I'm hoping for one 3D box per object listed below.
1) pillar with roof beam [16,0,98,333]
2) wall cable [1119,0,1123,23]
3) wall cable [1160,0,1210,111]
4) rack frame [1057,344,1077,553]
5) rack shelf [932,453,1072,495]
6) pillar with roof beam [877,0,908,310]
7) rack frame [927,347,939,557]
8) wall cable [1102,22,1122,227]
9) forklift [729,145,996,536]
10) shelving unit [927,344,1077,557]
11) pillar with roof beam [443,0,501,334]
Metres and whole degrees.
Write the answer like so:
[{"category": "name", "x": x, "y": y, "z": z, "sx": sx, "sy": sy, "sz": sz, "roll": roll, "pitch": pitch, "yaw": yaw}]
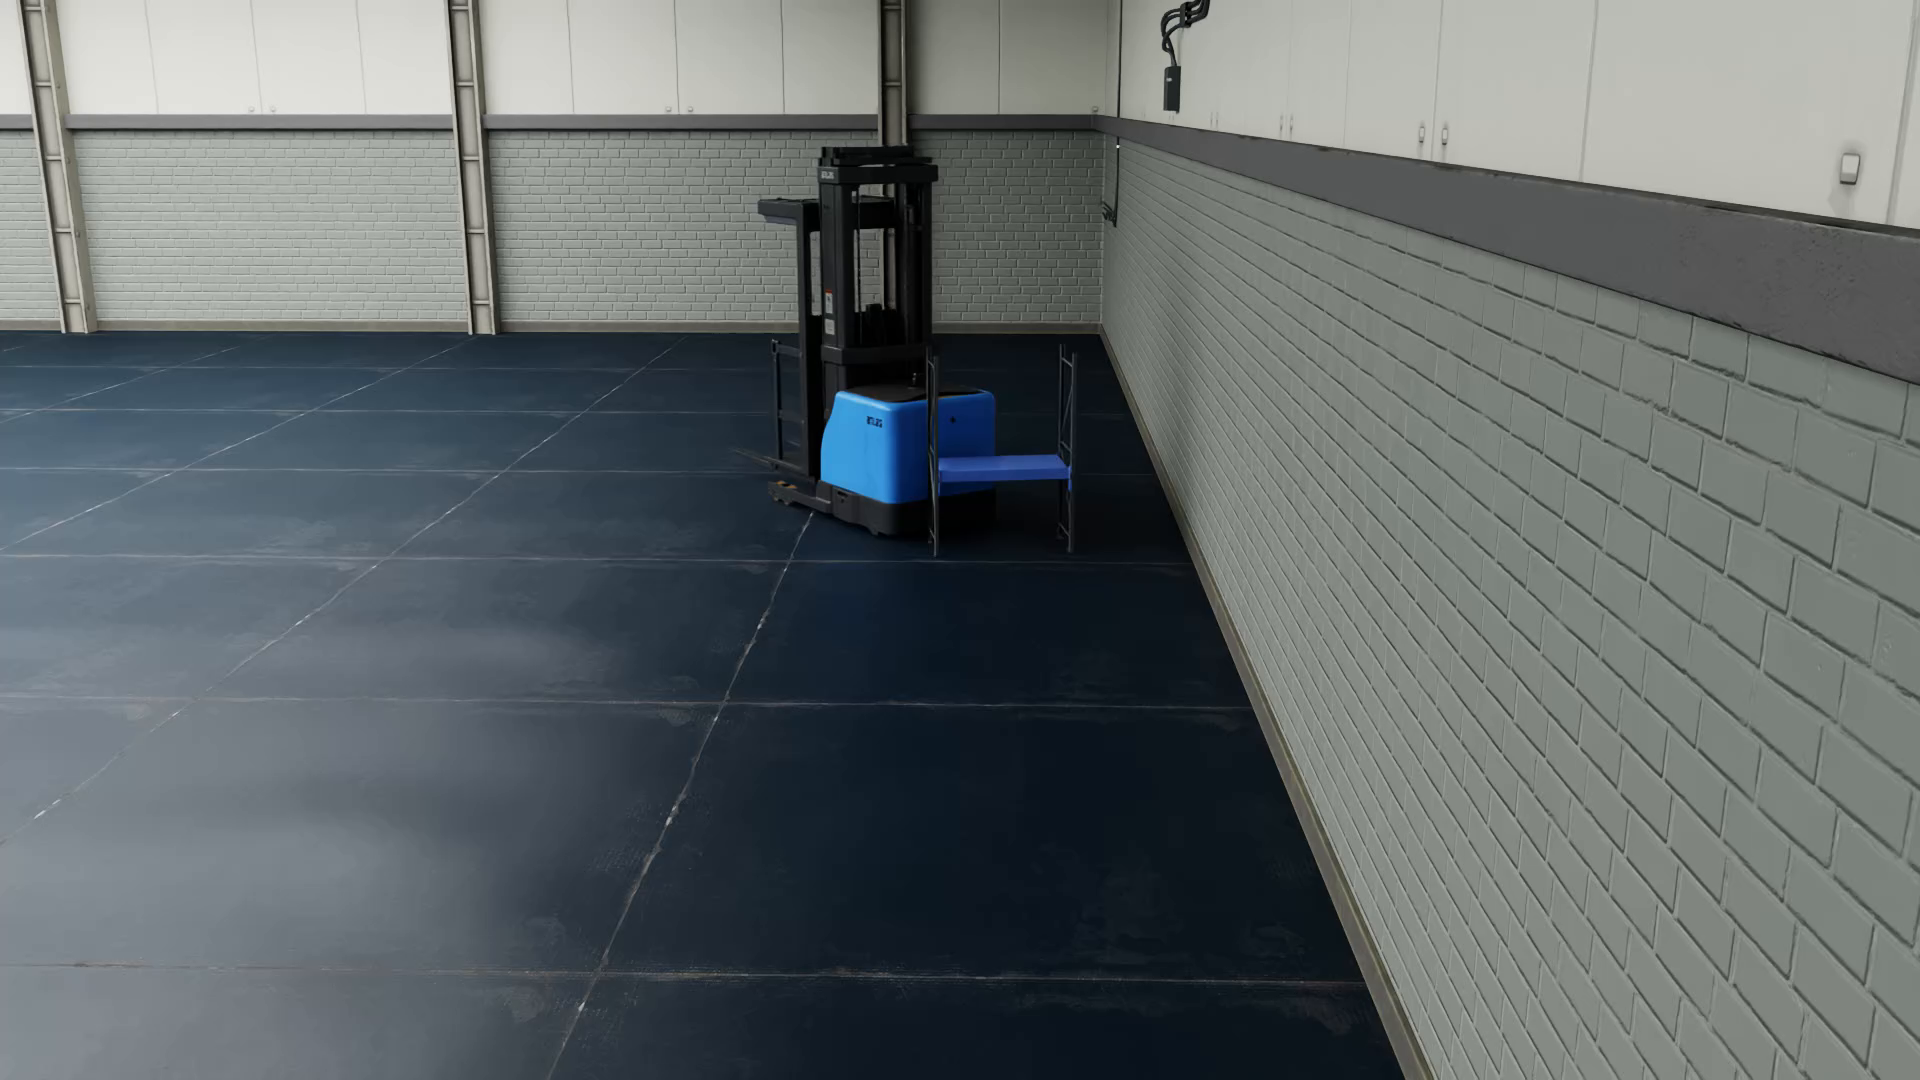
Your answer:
[{"category": "pillar with roof beam", "x": -13.049, "y": -6.320, "z": 19.154, "sx": 0.400, "sy": 9.000, "sz": 9.100, "roll": 0, "pitch": 15, "yaw": 1}, {"category": "wall cable", "x": 1.899, "y": -7.234, "z": 18.805, "sx": 0.112, "sy": 2.526, "sz": 3.097, "roll": 0, "pitch": 15, "yaw": 1}, {"category": "wall cable", "x": 1.710, "y": -6.207, "z": 12.058, "sx": 0.169, "sy": 6.003, "sz": 2.305, "roll": 0, "pitch": 15, "yaw": 1}, {"category": "rack frame", "x": 0.805, "y": -0.693, "z": 12.526, "sx": 0.032, "sy": 1.500, "sz": 0.500, "roll": -2, "pitch": 15, "yaw": -7}, {"category": "rack shelf", "x": 0.301, "y": -0.502, "z": 12.508, "sx": 1.000, "sy": 0.185, "sz": 0.538, "roll": -2, "pitch": 15, "yaw": -7}, {"category": "pillar with roof beam", "x": -1.053, "y": -6.242, "z": 18.858, "sx": 0.400, "sy": 9.000, "sz": 9.100, "roll": 0, "pitch": 15, "yaw": 1}, {"category": "rack frame", "x": -0.203, "y": -0.659, "z": 12.397, "sx": 0.032, "sy": 1.500, "sz": 0.500, "roll": -2, "pitch": 15, "yaw": -7}, {"category": "wall cable", "x": 1.968, "y": -5.482, "z": 22.064, "sx": 0.112, "sy": 2.526, "sz": 3.097, "roll": 0, "pitch": 15, "yaw": 1}, {"category": "forklift", "x": -0.966, "y": -1.770, "z": 13.803, "sx": 1.130, "sy": 2.935, "sz": 3.031, "roll": -10, "pitch": 18, "yaw": -34}, {"category": "shelving unit", "x": 0.301, "y": -0.676, "z": 12.462, "sx": 1.048, "sy": 1.500, "sz": 0.538, "roll": -2, "pitch": 15, "yaw": -7}, {"category": "pillar with roof beam", "x": -7.051, "y": -6.281, "z": 19.006, "sx": 0.400, "sy": 9.000, "sz": 9.100, "roll": 0, "pitch": 15, "yaw": 1}]
